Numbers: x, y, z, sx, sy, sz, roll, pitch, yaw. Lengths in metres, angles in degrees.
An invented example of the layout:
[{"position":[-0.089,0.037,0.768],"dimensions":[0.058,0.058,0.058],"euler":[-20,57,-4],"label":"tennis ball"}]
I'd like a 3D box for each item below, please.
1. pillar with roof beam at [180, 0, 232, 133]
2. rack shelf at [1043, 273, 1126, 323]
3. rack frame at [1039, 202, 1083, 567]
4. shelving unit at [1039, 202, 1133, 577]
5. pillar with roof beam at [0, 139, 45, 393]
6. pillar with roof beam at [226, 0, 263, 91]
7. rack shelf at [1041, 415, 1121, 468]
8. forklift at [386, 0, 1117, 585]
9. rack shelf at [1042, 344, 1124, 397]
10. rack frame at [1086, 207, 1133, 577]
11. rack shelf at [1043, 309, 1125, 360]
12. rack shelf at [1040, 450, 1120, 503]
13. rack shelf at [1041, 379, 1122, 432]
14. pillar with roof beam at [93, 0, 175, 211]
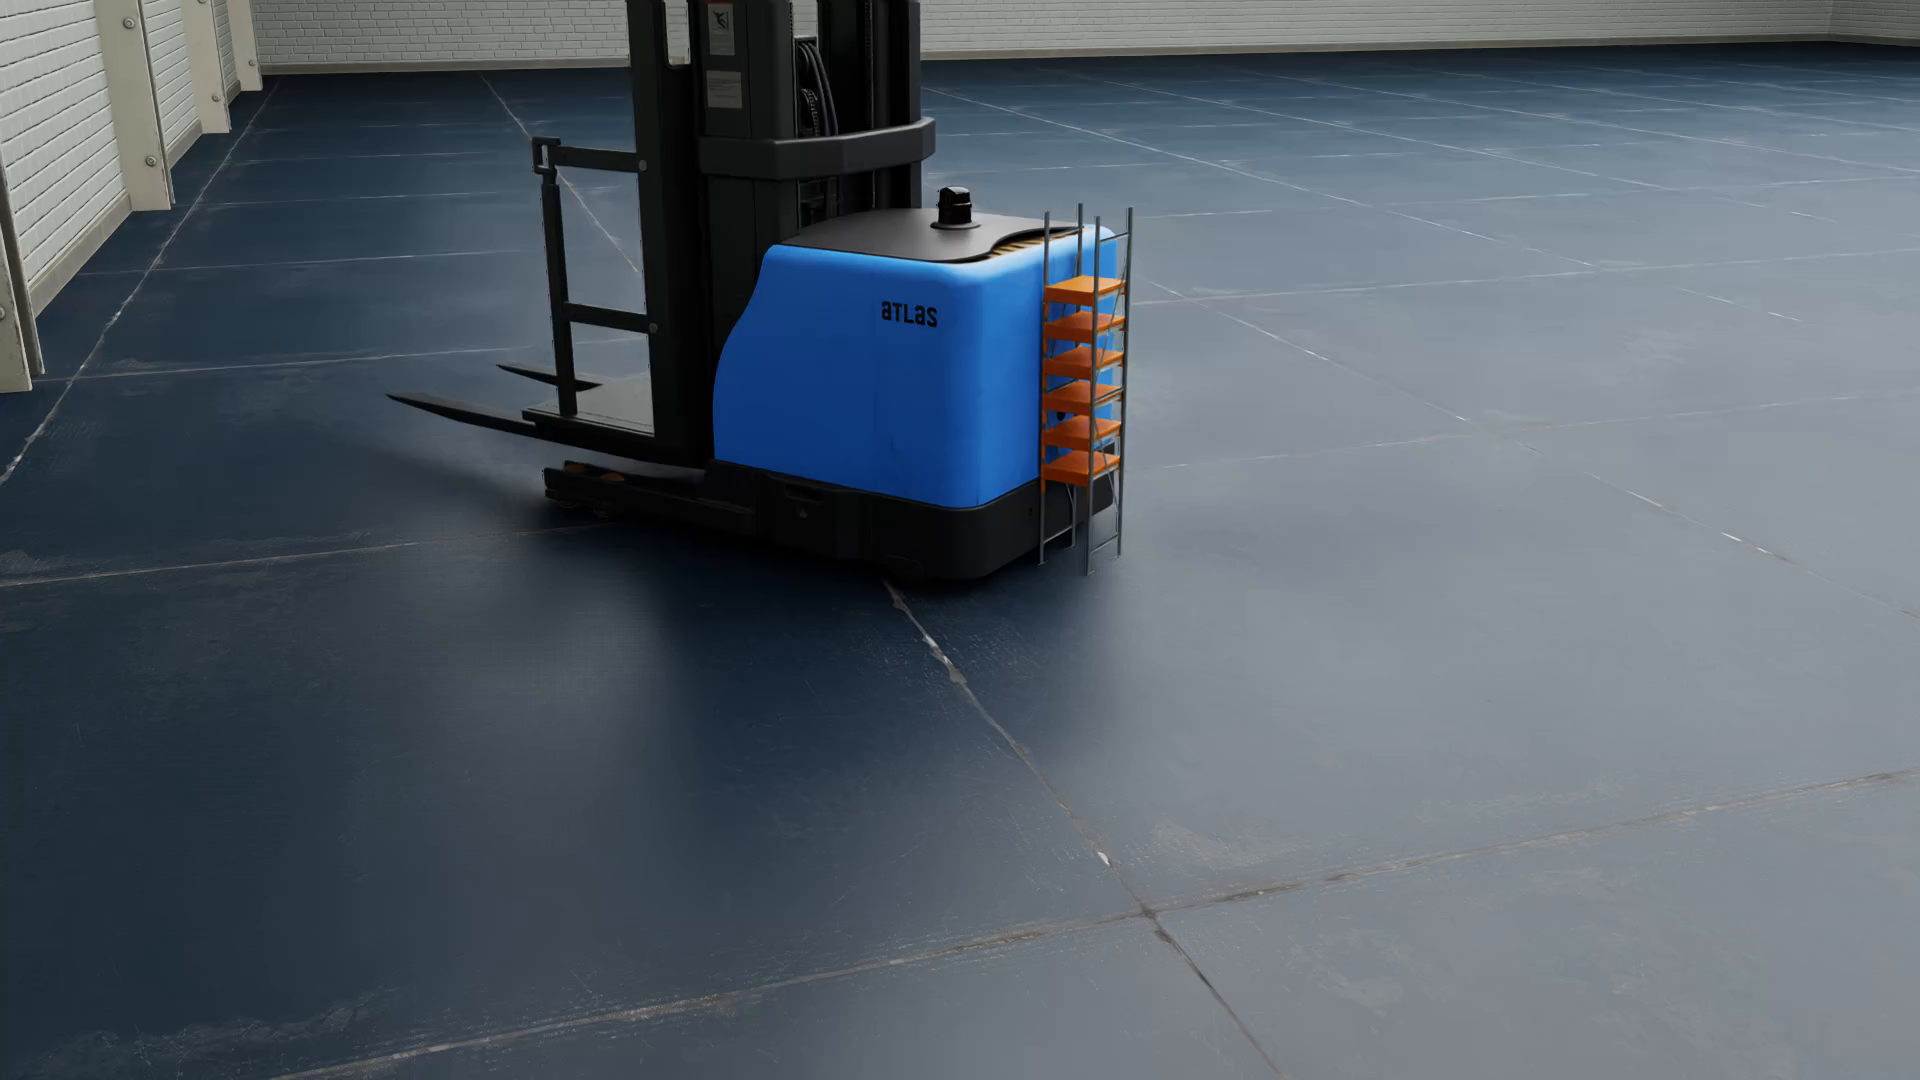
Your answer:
[{"position":[-4.304,-9.298,18.491],"dimensions":[9.100,9.000,0.400],"euler":[-6,21,-17],"label":"pillar with roof beam"},{"position":[0.413,-0.788,5.402],"dimensions":[0.180,0.103,0.258],"euler":[12,23,31],"label":"rack shelf"},{"position":[0.336,-0.508,5.555],"dimensions":[0.006,1.200,0.240],"euler":[12,23,31],"label":"rack frame"},{"position":[0.413,-0.491,5.508],"dimensions":[0.189,1.200,0.258],"euler":[12,23,31],"label":"shelving unit"},{"position":[-0.532,-5.447,7.770],"dimensions":[9.100,9.000,0.400],"euler":[-6,21,-17],"label":"pillar with roof beam"},{"position":[-6.189,-11.224,23.852],"dimensions":[9.100,9.000,0.400],"euler":[-6,21,-17],"label":"pillar with roof beam"},{"position":[0.413,-0.336,5.564],"dimensions":[0.180,0.103,0.258],"euler":[12,23,31],"label":"rack shelf"},{"position":[-0.953,-1.595,6.022],"dimensions":[3.031,2.935,1.130],"euler":[12,23,31],"label":"forklift"},{"position":[0.413,-0.562,5.483],"dimensions":[0.180,0.103,0.258],"euler":[12,23,31],"label":"rack shelf"},{"position":[0.490,-0.474,5.461],"dimensions":[0.006,1.200,0.240],"euler":[12,23,31],"label":"rack frame"},{"position":[0.413,-0.675,5.442],"dimensions":[0.180,0.103,0.258],"euler":[12,23,31],"label":"rack shelf"},{"position":[0.413,-0.223,5.604],"dimensions":[0.180,0.103,0.258],"euler":[12,23,31],"label":"rack shelf"},{"position":[0.413,-0.449,5.523],"dimensions":[0.180,0.103,0.258],"euler":[12,23,31],"label":"rack shelf"},{"position":[-2.418,-7.373,13.131],"dimensions":[9.100,9.000,0.400],"euler":[-6,21,-17],"label":"pillar with roof beam"}]
